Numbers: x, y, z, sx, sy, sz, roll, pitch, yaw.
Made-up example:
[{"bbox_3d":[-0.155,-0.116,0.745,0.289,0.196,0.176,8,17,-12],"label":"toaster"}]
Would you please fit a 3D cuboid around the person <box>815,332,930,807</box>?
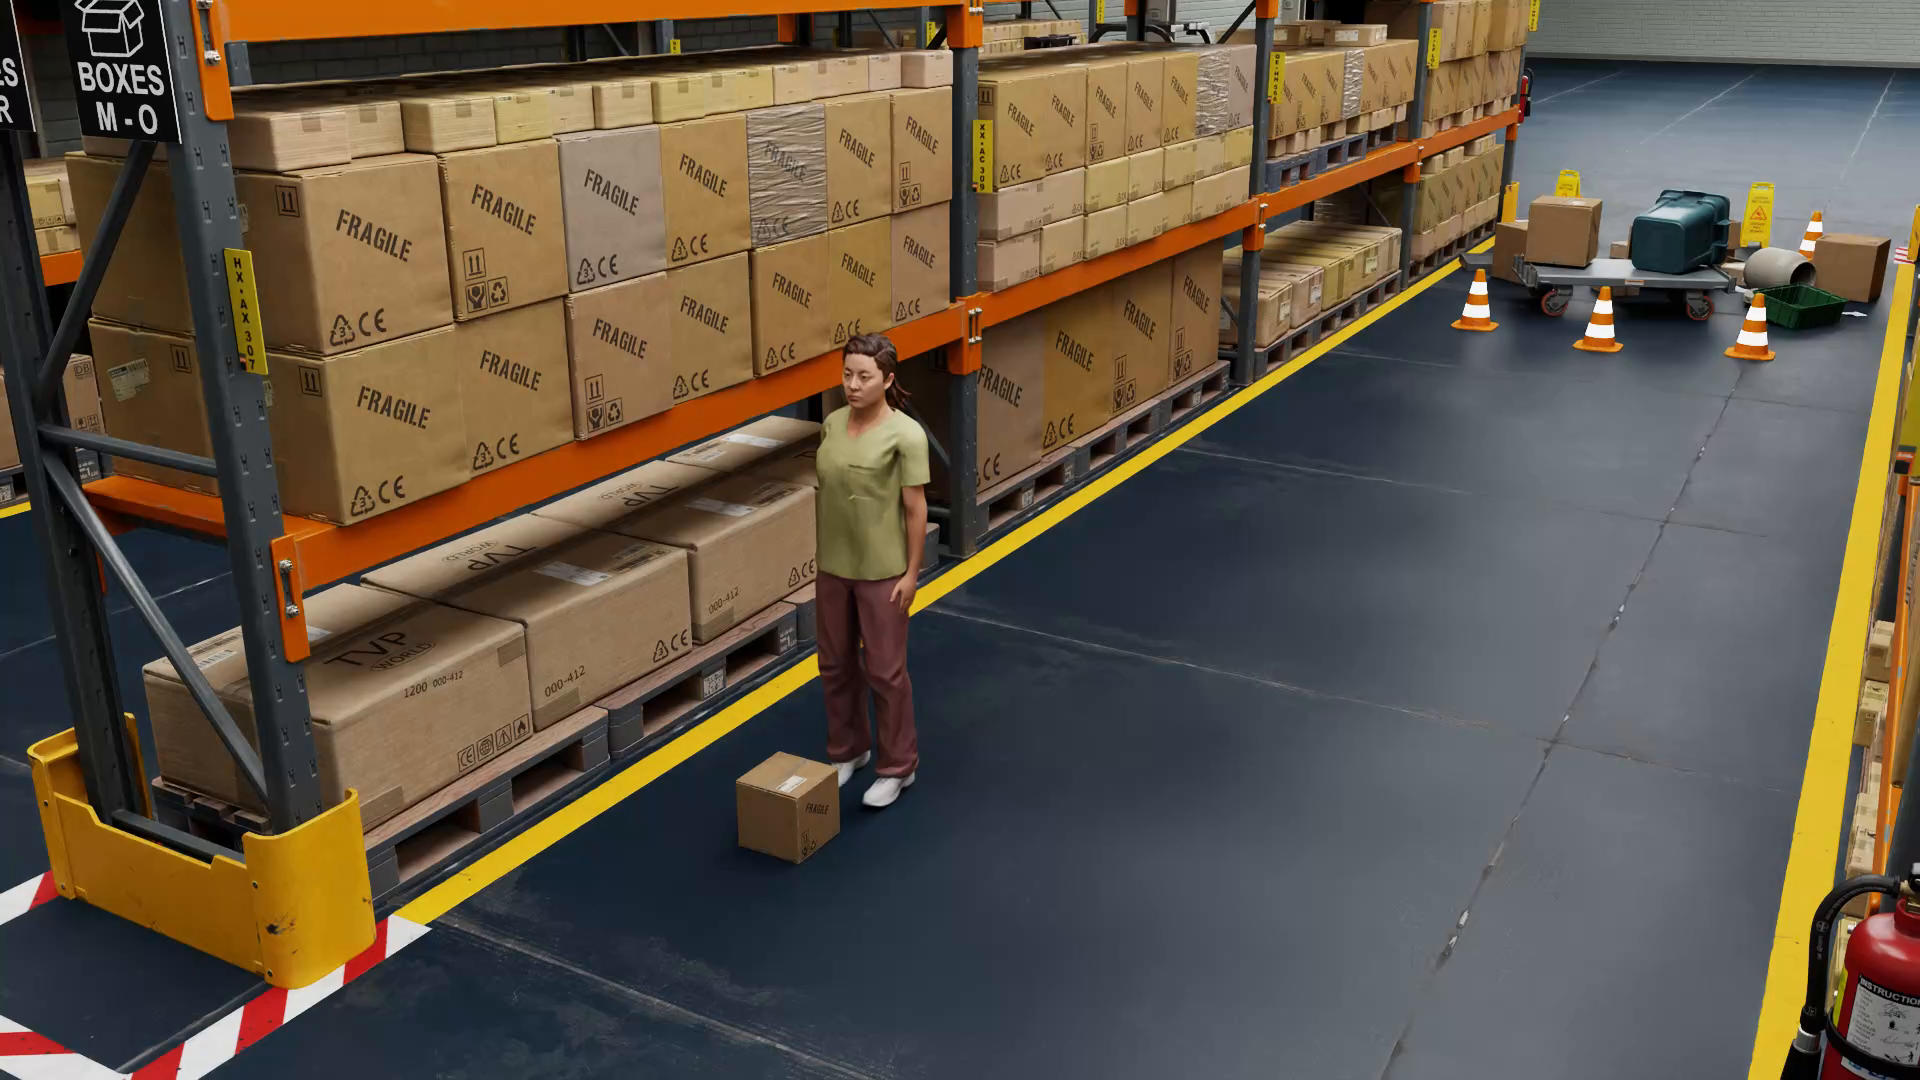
[{"bbox_3d":[-0.317,0.118,5.795,0.439,1.696,0.372,12,23,30],"label":"person"}]
